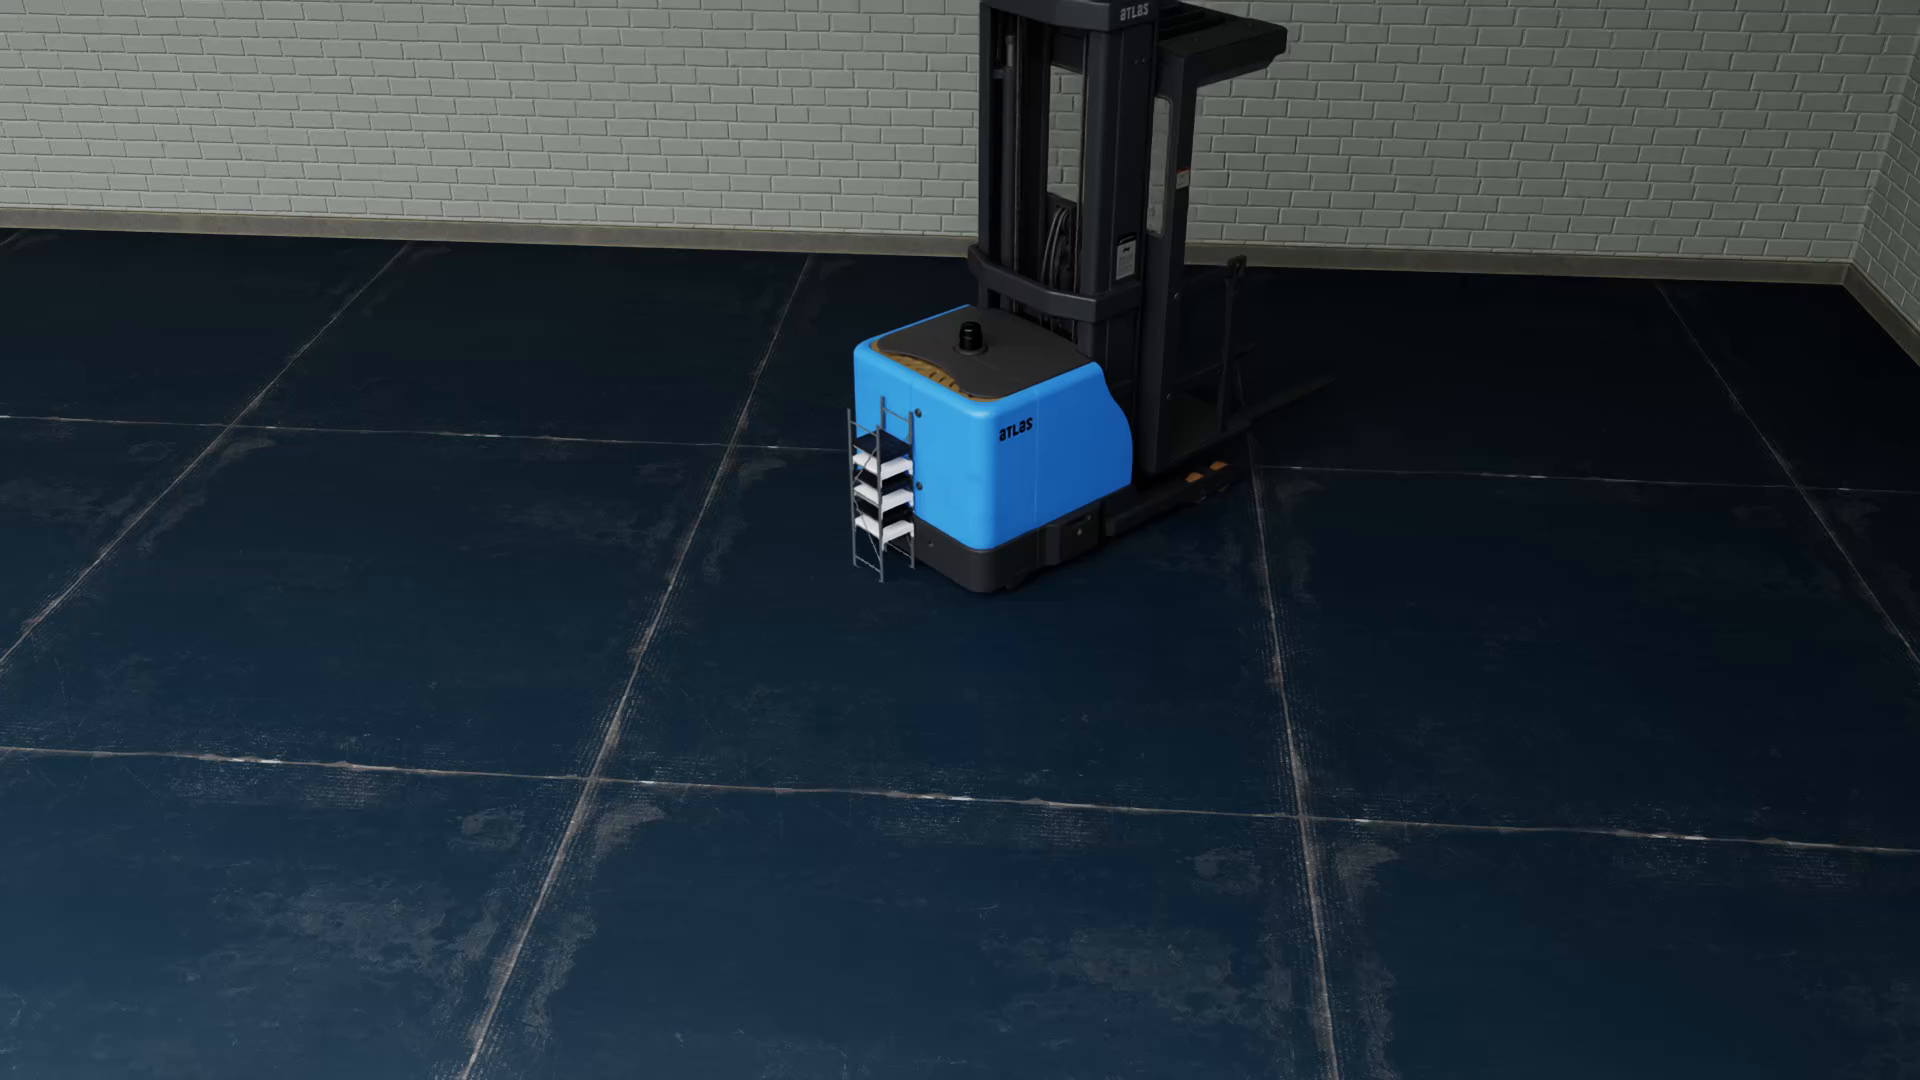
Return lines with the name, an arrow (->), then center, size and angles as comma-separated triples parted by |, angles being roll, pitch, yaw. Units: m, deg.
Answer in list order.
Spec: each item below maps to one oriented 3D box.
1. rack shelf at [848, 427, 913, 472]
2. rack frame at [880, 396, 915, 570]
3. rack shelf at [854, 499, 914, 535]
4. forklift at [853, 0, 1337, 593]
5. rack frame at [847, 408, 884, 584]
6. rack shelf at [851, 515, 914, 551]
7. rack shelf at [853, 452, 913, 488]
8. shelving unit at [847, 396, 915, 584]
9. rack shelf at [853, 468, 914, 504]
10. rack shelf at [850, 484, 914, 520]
rack shelf -> -0.390, -0.445, 8.164 | 0.200, 0.077, 0.258 | -25, 39, -34
rack frame -> -0.313, -0.279, 8.345 | 0.006, 0.900, 0.240 | -25, 39, -34
rack shelf -> -0.390, -0.139, 8.353 | 0.200, 0.077, 0.258 | -25, 39, -34
forklift -> 0.891, -1.634, 8.608 | 3.031, 2.935, 1.130 | -25, 39, -34
rack frame -> -0.466, -0.209, 8.231 | 0.006, 0.900, 0.240 | -25, 39, -34
rack shelf -> -0.390, -0.062, 8.400 | 0.200, 0.077, 0.258 | -25, 39, -34
rack shelf -> -0.390, -0.369, 8.211 | 0.200, 0.077, 0.258 | -25, 39, -34
shelving unit -> -0.390, -0.244, 8.288 | 0.210, 0.900, 0.258 | -25, 39, -34
rack shelf -> -0.390, -0.292, 8.258 | 0.200, 0.077, 0.258 | -25, 39, -34
rack shelf -> -0.390, -0.215, 8.305 | 0.200, 0.077, 0.258 | -25, 39, -34
